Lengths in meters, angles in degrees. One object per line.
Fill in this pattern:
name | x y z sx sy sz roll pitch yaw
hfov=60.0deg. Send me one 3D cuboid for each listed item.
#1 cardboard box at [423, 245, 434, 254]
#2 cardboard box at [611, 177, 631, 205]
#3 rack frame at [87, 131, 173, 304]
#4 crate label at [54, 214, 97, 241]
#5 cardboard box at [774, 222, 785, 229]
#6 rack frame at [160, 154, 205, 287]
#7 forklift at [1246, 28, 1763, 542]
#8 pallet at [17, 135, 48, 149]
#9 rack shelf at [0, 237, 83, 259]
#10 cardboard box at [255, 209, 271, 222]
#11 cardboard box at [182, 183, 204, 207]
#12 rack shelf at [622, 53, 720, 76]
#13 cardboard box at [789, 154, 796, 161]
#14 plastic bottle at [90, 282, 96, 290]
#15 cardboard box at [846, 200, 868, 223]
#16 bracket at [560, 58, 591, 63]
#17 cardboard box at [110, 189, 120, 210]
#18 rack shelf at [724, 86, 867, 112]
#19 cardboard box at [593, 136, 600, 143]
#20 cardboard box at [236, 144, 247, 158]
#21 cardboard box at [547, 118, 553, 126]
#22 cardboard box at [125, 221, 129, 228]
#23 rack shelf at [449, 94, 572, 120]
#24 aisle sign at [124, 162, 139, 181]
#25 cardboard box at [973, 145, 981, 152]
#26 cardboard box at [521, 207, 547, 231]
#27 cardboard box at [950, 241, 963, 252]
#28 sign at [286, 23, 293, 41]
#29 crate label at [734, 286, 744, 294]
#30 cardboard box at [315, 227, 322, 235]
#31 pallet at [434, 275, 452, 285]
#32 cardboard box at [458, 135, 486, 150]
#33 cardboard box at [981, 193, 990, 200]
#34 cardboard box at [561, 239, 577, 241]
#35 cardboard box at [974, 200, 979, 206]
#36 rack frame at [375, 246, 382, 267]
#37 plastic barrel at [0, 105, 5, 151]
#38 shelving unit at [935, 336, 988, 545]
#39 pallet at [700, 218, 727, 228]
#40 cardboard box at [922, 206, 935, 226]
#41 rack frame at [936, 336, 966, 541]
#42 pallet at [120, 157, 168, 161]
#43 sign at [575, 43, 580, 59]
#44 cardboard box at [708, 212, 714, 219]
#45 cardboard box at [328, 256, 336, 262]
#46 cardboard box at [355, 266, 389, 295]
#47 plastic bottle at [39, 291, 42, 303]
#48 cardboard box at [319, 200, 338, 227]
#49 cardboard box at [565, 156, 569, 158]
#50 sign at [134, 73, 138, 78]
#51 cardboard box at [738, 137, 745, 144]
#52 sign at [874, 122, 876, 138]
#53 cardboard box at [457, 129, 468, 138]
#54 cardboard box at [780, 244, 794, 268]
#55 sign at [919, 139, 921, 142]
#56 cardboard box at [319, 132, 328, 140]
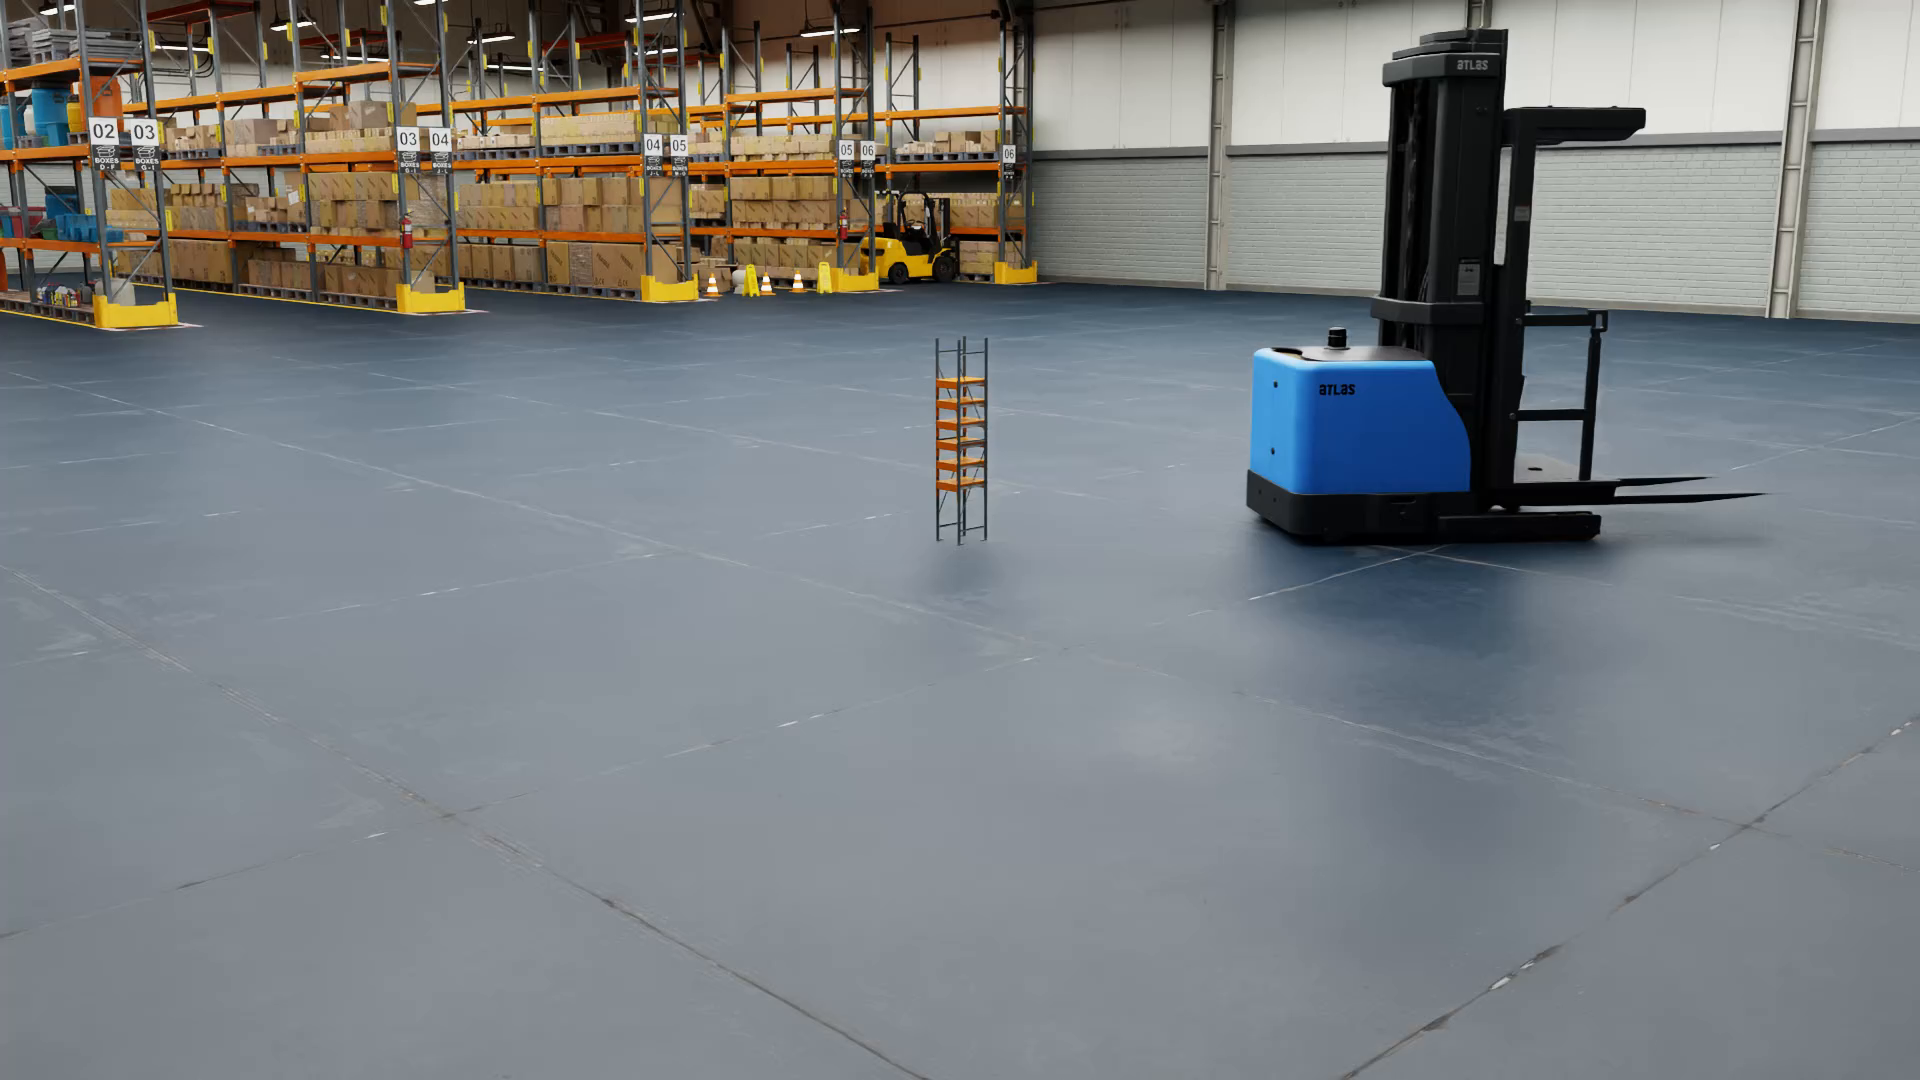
cardboard box | -12.319 -6.896 39.245 0.500 0.250 0.500 -11 16 -42
cardboard box | -6.450 -6.974 33.278 0.875 0.550 0.550 -11 16 -43
rack frame | -13.015 -4.878 26.153 1.000 3.000 0.127 -11 16 -43
crate label | -14.481 -5.126 27.270 0.502 0.435 0.616 -11 16 -43
cardboard box | -3.971 -7.098 37.552 0.380 0.149 0.250 -11 16 -43
rack frame | -17.720 -7.319 38.003 1.000 3.000 0.127 -11 16 -43
forklift | 3.380 -1.532 10.082 3.031 2.935 1.130 -1 12 -7
pallet | -15.208 -6.746 28.258 1.213 0.211 1.003 -11 16 -43
rack shelf | -17.158 -5.401 30.476 1.077 0.370 4.000 -11 16 -43
cardboard box | -13.966 -6.591 33.800 0.500 0.250 0.500 11 16 44
cardboard box | -16.807 -7.666 36.951 0.797 0.503 0.637 -11 16 -42
rack shelf | -8.346 -13.898 48.615 1.077 0.370 4.000 -11 16 -43
cardboard box | -3.578 -8.499 36.918 0.250 0.149 0.380 11 16 44
plastic bottle | -14.991 -4.298 28.812 0.185 0.351 0.144 11 16 42
cardboard box | -2.392 -7.251 36.689 0.500 0.500 0.500 -11 16 -43
bracket | -13.410 -15.615 54.484 0.076 0.066 5.218 -11 16 -43
cardboard box | -20.000 -8.162 39.869 0.500 0.500 0.500 11 16 44
rack shelf | -3.646 -9.825 37.090 1.077 0.370 4.000 -11 16 -43
cardboard box | -7.127 -8.032 33.363 0.380 0.149 0.250 -11 16 -42
cardboard box | -14.463 -7.952 34.013 0.500 0.250 0.500 -10 16 -41
cardboard box | -8.355 -8.682 34.541 0.380 0.149 0.250 -11 16 -43
cardboard box | -19.586 -7.495 39.478 0.380 0.149 0.250 -11 16 -43
rack shelf | -9.919 -9.510 36.544 1.077 0.370 4.000 -11 16 -43
aisle sign | -20.315 -9.228 40.828 0.394 0.787 0.004 -11 16 -43
cardboard box | 0.530 -9.320 39.617 0.250 0.149 0.380 11 16 44
cardboard box | -9.091 -6.916 35.798 0.500 0.500 0.500 -11 16 -43
cardboard box | 0.066 -7.159 40.524 0.500 0.250 0.500 -11 16 -42
sign | -12.592 -9.547 31.241 0.100 0.325 0.005 -11 16 -43
crate label | -4.651 -5.331 35.450 0.298 0.136 0.250 3 12 16
cardboard box | -12.101 -5.917 31.820 0.380 0.149 0.250 -11 16 -43
pallet | -11.839 -6.160 39.289 1.003 0.211 1.213 -11 16 -43
cardboard box | -10.959 -8.956 37.445 0.500 0.311 0.500 -11 16 -42
cardboard box | 0.730 -8.208 39.725 0.380 0.149 0.250 -11 16 -42
cardboard box | -10.066 -7.786 44.493 0.875 0.875 0.875 -10 15 -41
cardboard box | 0.547 -8.099 39.932 0.380 0.149 0.250 -11 16 -42
rack frame | -14.062 -7.996 41.287 1.000 3.000 0.127 -11 16 -43
plastic barrel | -16.737 -7.315 29.310 0.600 0.901 0.600 0 12 0
shelving unit | 0.010 -0.586 9.780 0.258 1.200 0.189 -11 16 -43
pallet | -5.450 -7.570 39.698 1.003 0.211 1.213 -11 16 -43
cardboard box | -0.600 -8.025 41.182 0.500 0.500 0.500 -11 16 -43
rack frame | -0.053 -0.599 9.845 0.240 1.200 0.006 -11 16 -43
pallet | -19.115 -9.044 39.160 1.003 0.211 1.213 -11 16 -43
sign | -8.119 -10.375 35.262 0.100 0.325 0.005 -11 16 -43
cardboard box | -5.752 -7.693 39.399 0.250 0.149 0.380 11 16 43
cardboard box | -16.169 -7.298 43.190 0.380 0.149 0.250 -10 15 -41
cardboard box | -11.061 -4.907 31.448 0.500 0.500 0.500 10 15 40
plastic bottle | -15.804 -4.184 28.630 0.097 0.201 0.097 0 12 0
cardboard box | -11.609 -6.194 31.558 0.875 0.500 0.500 -11 16 -43
cardboard box | -10.153 -10.255 43.531 0.500 0.500 0.500 -11 16 -44
sign | -20.080 -11.411 40.486 0.100 0.325 0.005 -11 16 -43
cardboard box | -4.845 -9.144 38.073 0.380 0.149 0.250 -10 15 -41
sign | -1.873 -8.922 36.182 0.100 0.325 0.005 -11 16 -43
cardboard box | -11.736 -9.478 38.901 0.396 0.266 0.258 -11 16 -43
cardboard box | -3.713 -6.406 37.486 0.500 0.500 0.500 11 16 44
sign | -1.040 -10.063 42.413 0.100 0.325 0.005 -11 16 -43
cardboard box | -11.788 -7.580 31.220 0.380 0.149 0.250 -11 16 -42
